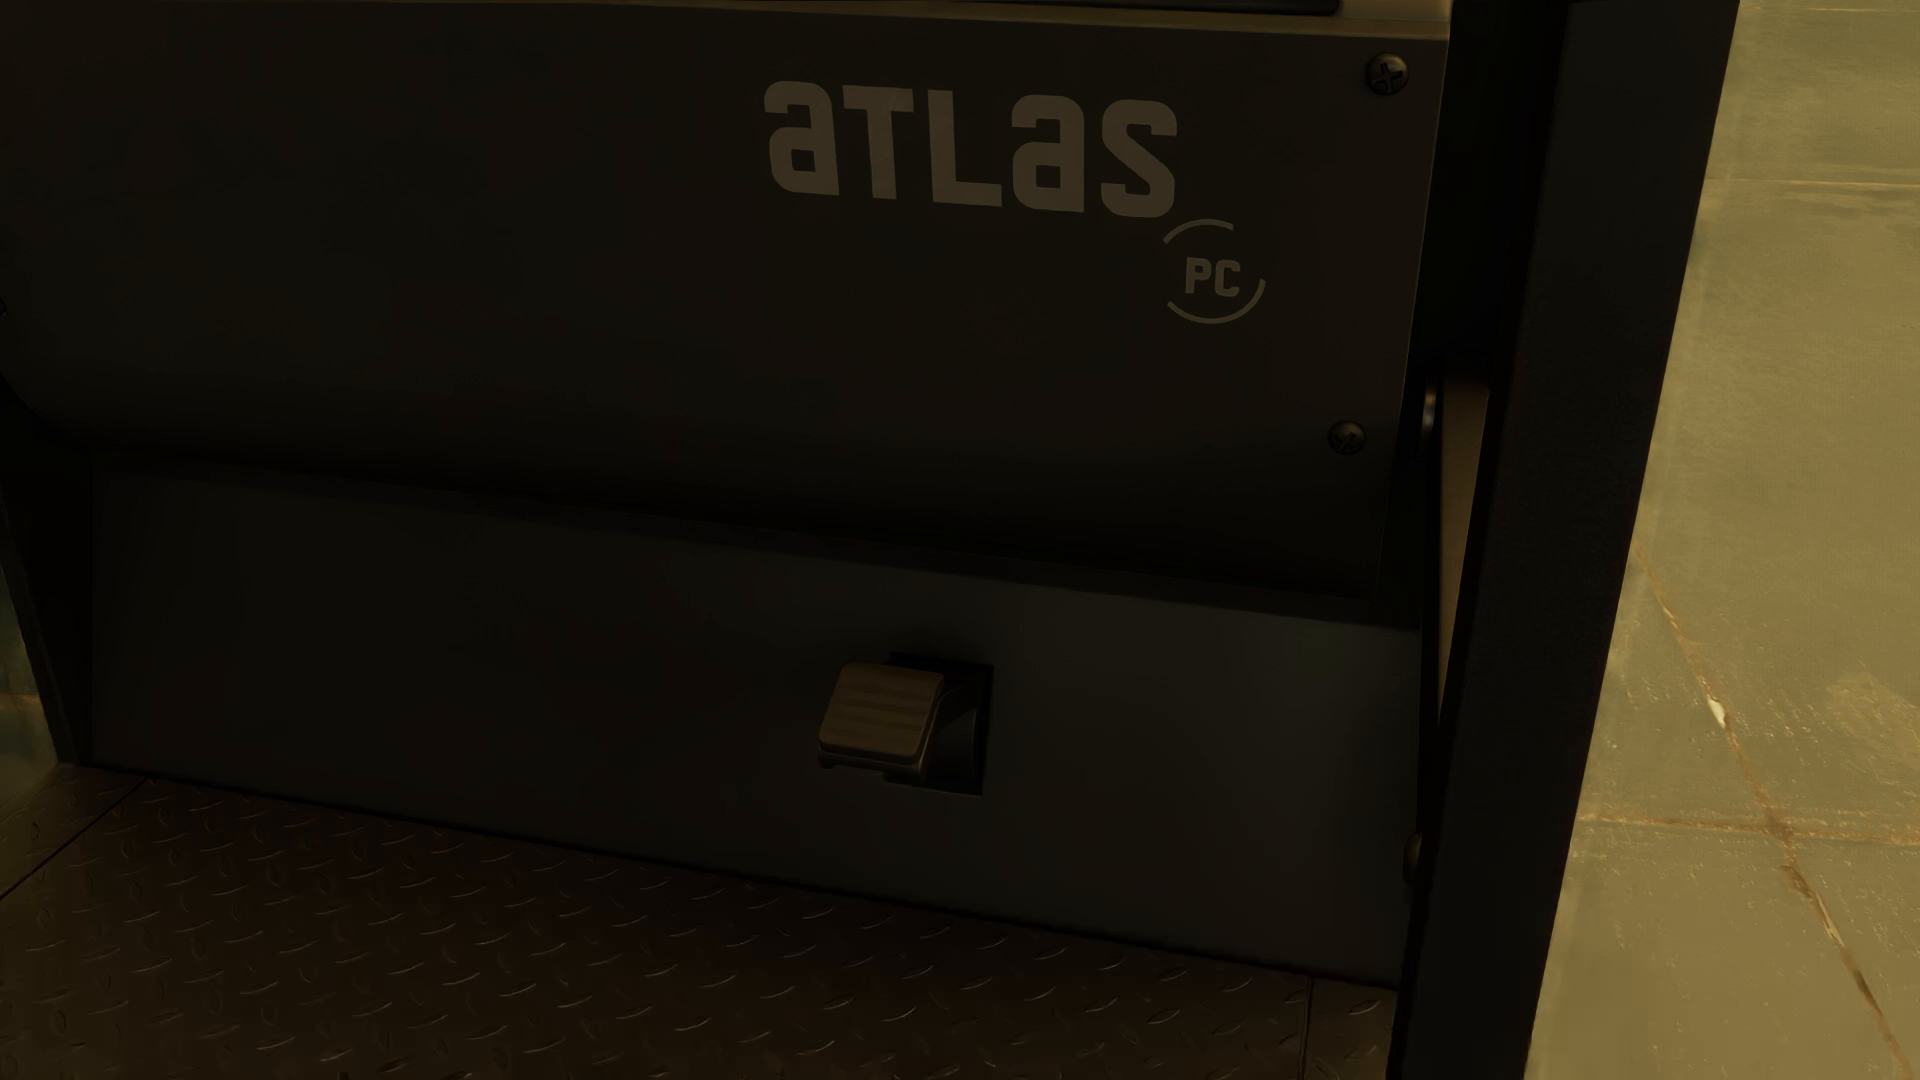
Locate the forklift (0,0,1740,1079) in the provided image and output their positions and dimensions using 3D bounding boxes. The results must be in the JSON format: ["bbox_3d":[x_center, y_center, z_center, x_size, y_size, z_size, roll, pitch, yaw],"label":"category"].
[{"bbox_3d":[-0.254,-0.663,0.545,1.130,2.935,3.031,7,27,13],"label":"forklift"}]
